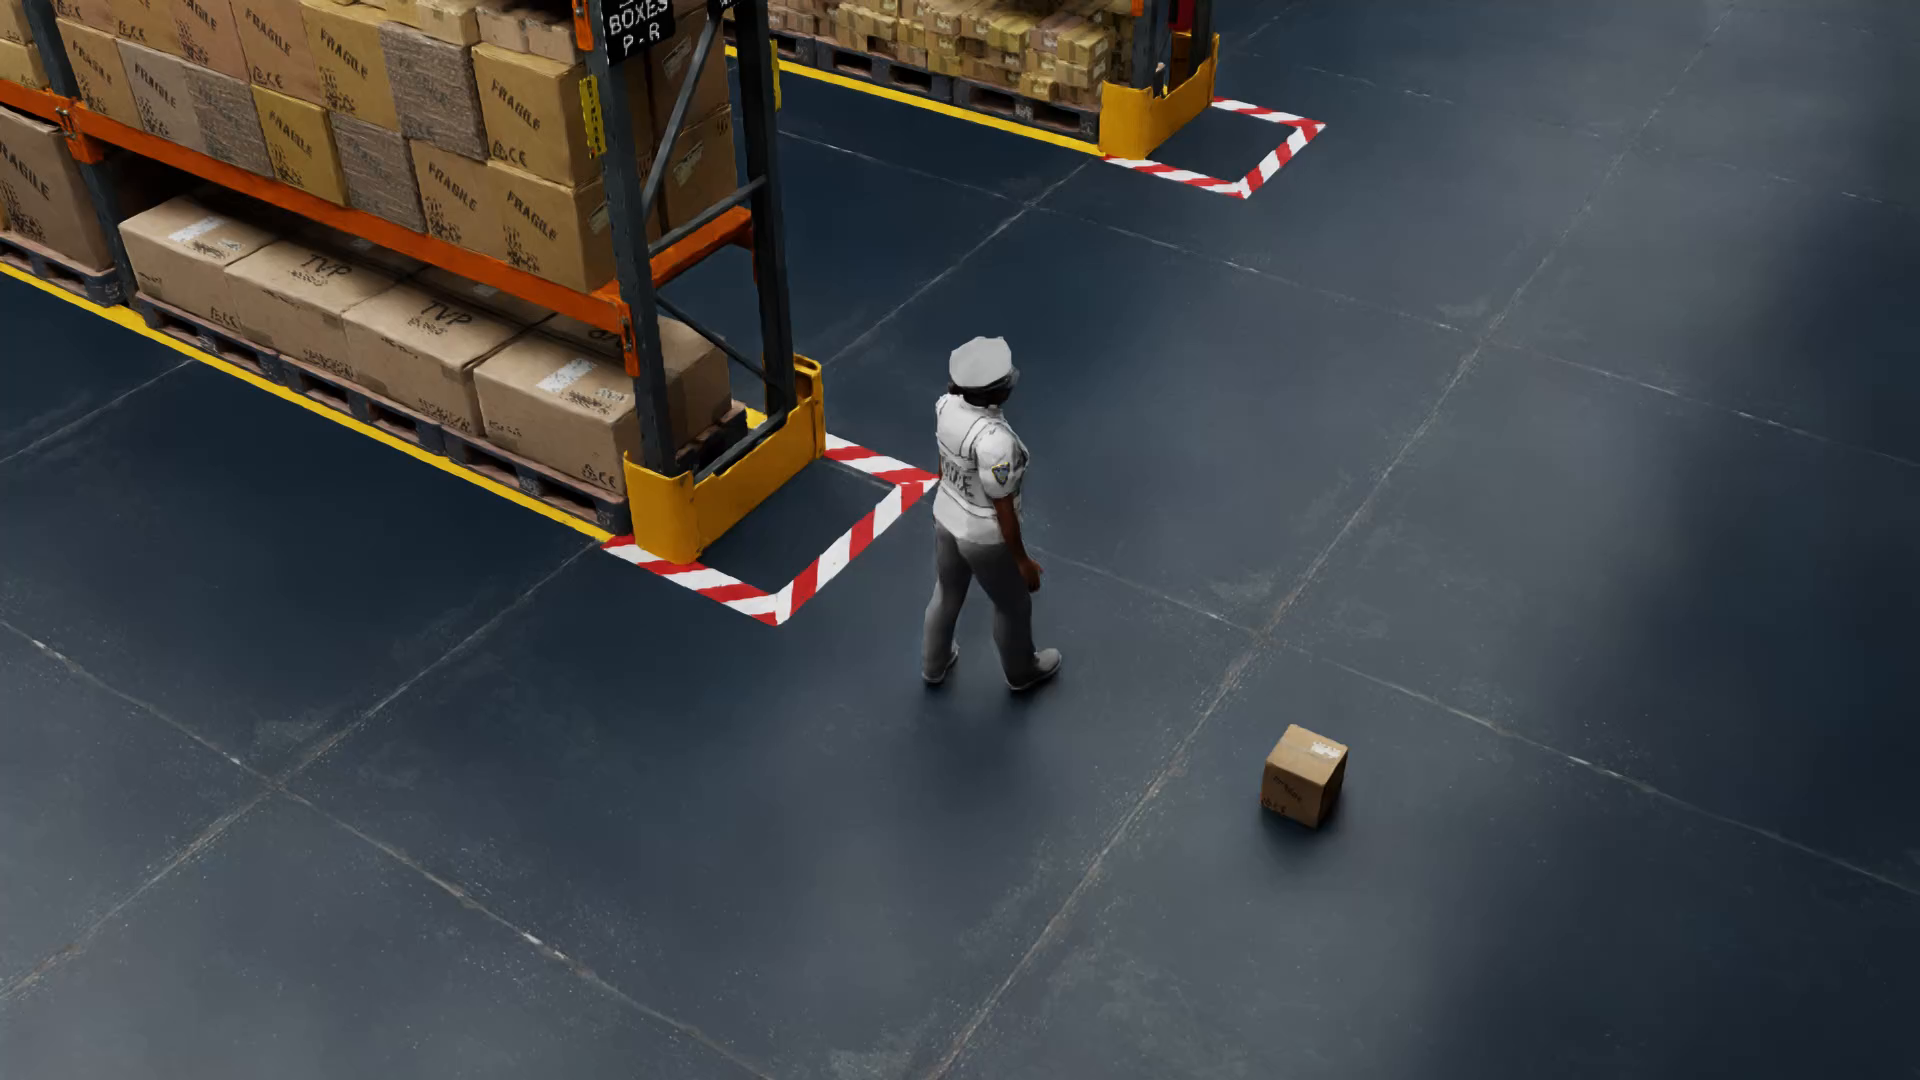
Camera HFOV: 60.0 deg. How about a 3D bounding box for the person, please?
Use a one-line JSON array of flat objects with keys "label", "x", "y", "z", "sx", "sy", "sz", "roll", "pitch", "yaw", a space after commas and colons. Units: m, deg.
[{"label": "person", "x": 0.152, "y": -0.067, "z": 6.718, "sx": 0.569, "sy": 1.673, "sz": 0.640, "roll": -22, "pitch": 44, "yaw": -25}]
